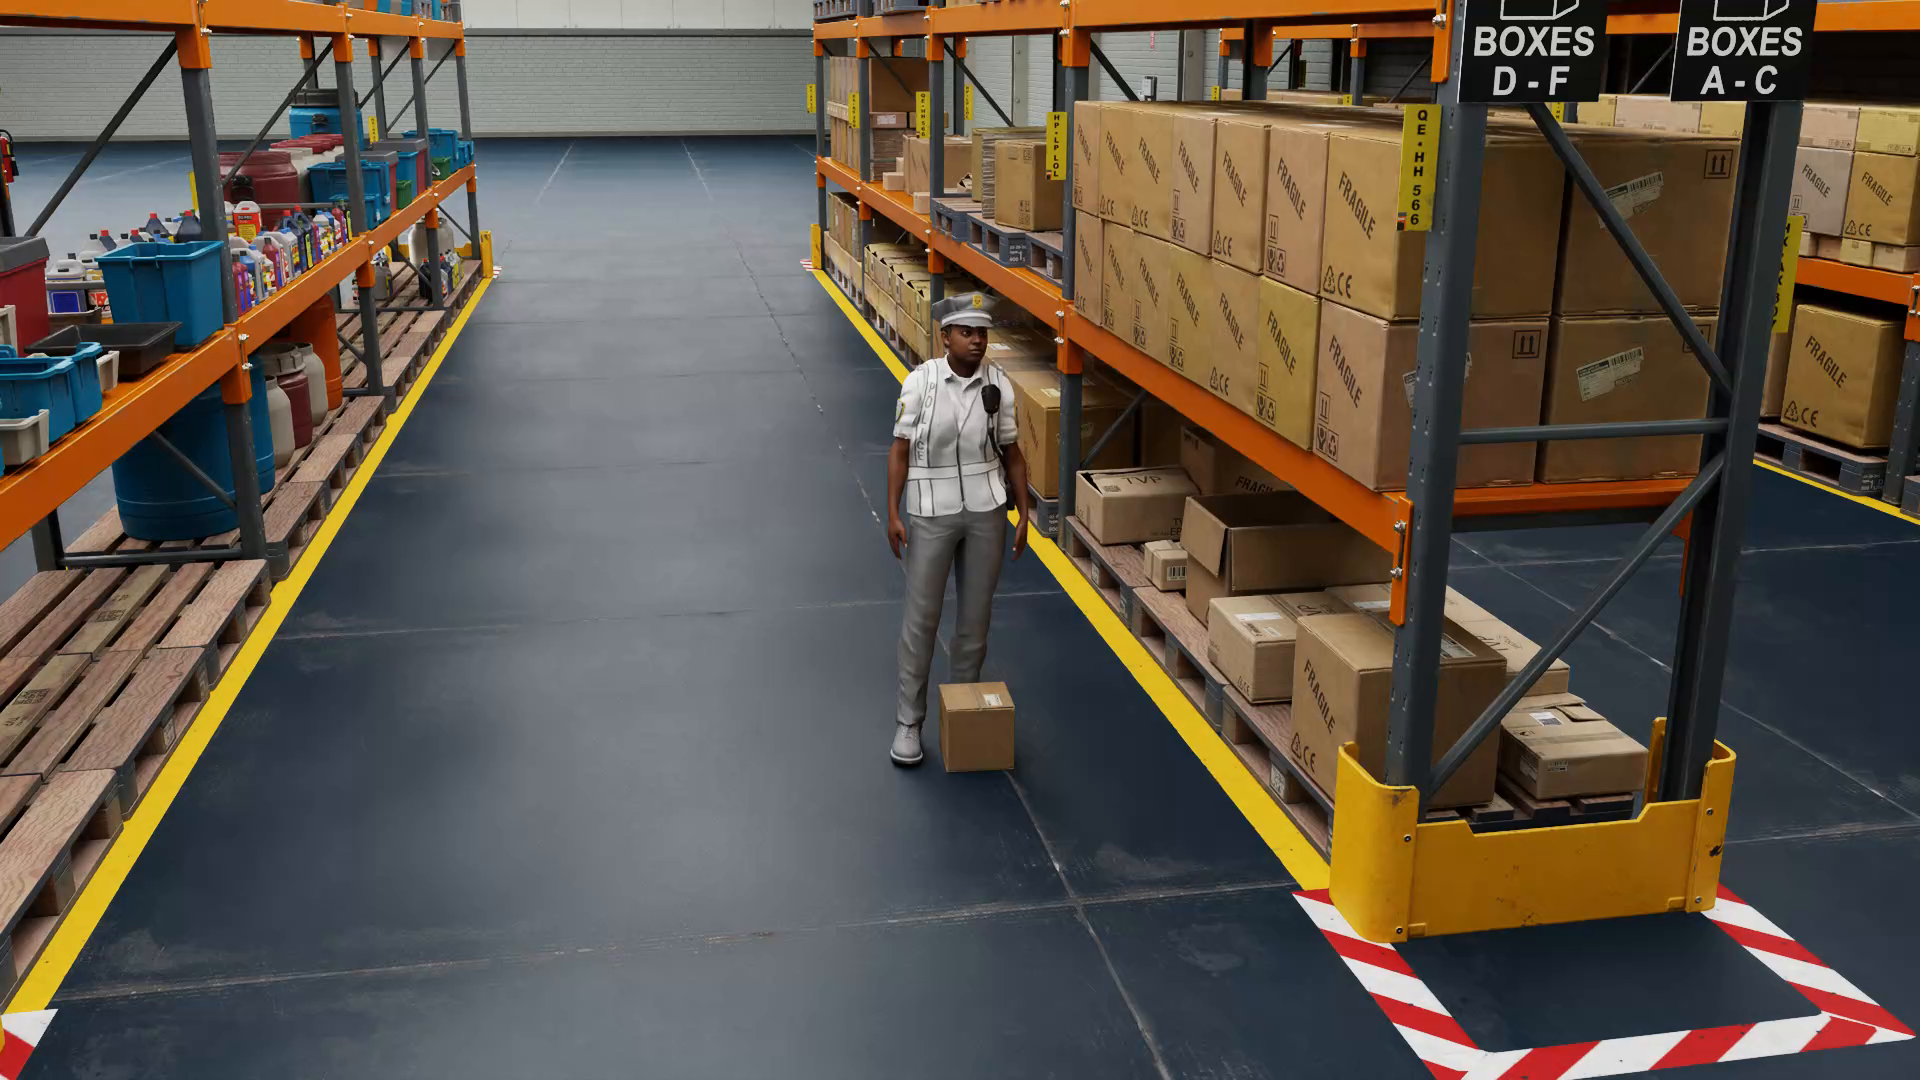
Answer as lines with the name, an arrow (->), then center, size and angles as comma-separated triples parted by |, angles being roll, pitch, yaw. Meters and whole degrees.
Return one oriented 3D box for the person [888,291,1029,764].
person -> -0.011, -0.061, 6.157 | 0.569, 1.693, 0.528 | -3, 17, -10
